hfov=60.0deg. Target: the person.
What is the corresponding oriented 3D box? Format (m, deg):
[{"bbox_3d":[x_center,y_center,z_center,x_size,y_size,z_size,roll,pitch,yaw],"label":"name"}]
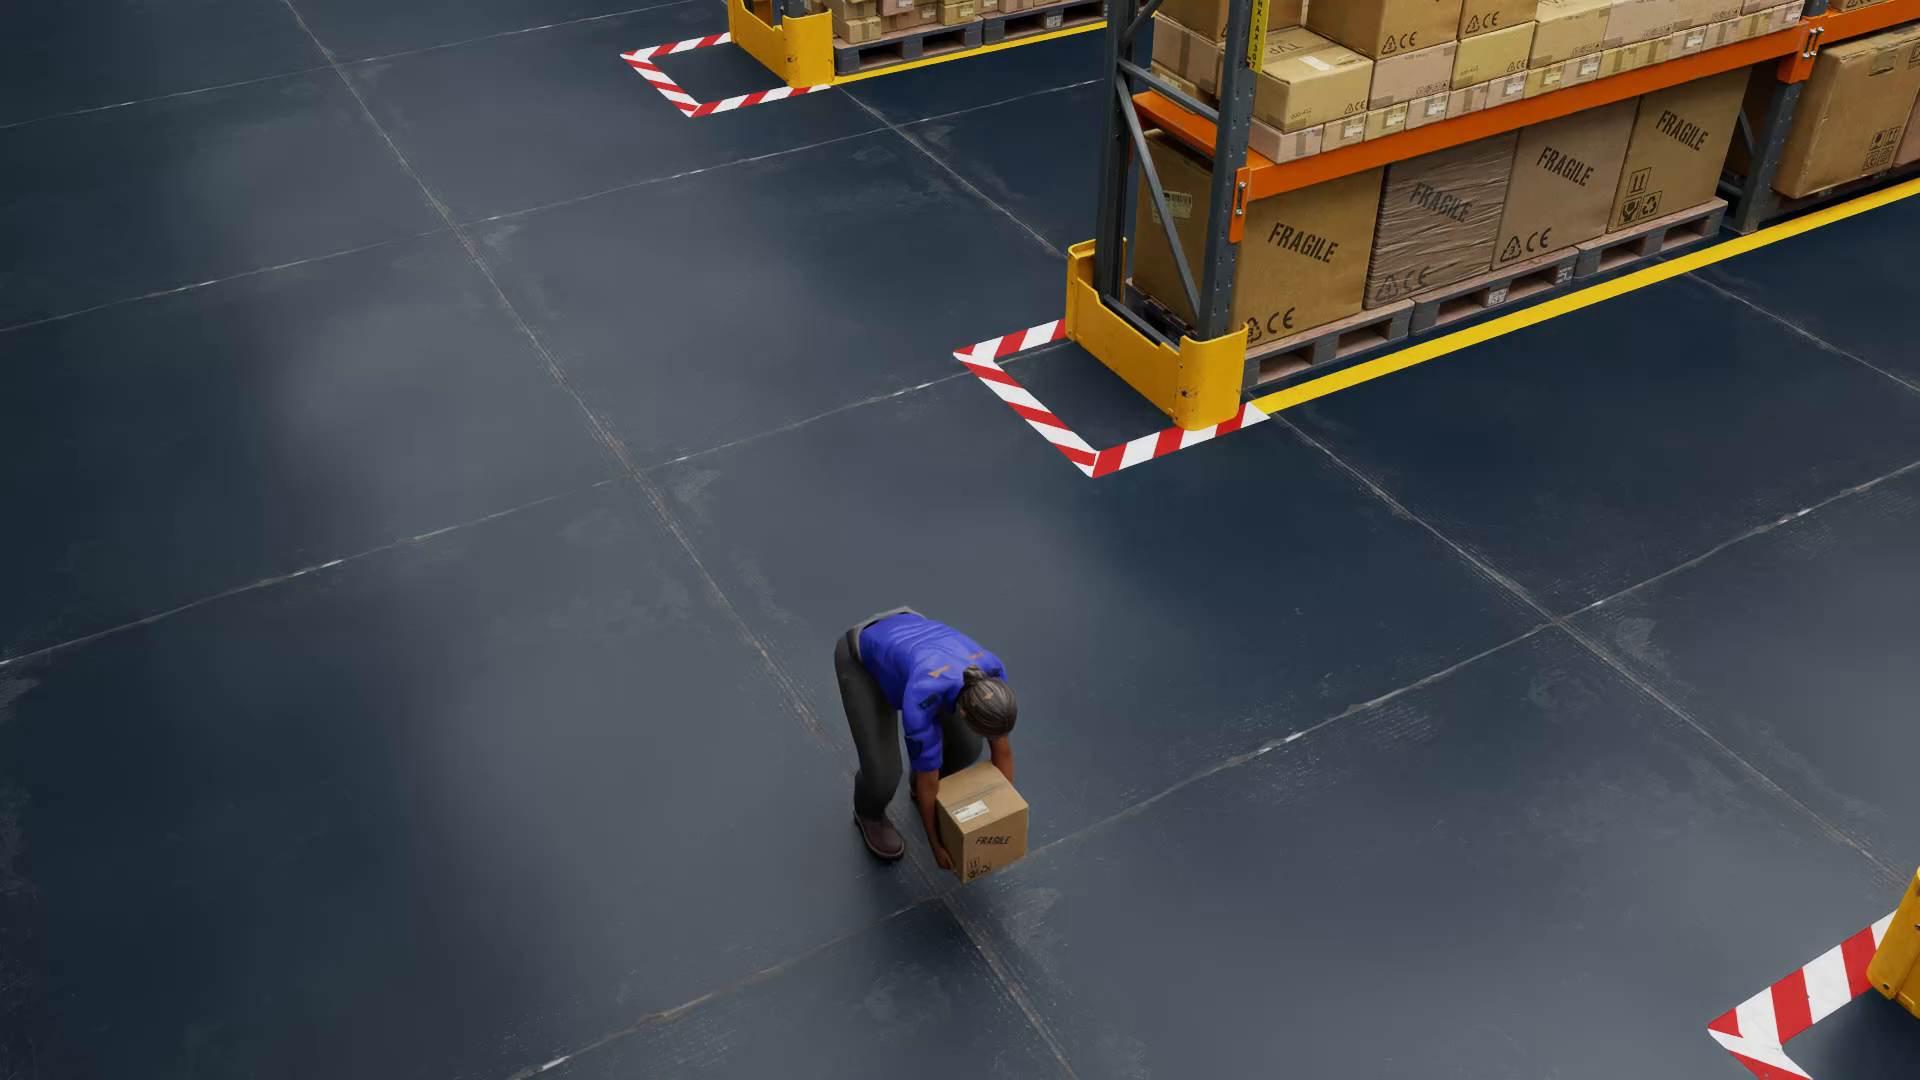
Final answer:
[{"bbox_3d":[-0.097,0.708,5.713,0.455,1.064,0.857,-21,42,-26],"label":"person"}]
